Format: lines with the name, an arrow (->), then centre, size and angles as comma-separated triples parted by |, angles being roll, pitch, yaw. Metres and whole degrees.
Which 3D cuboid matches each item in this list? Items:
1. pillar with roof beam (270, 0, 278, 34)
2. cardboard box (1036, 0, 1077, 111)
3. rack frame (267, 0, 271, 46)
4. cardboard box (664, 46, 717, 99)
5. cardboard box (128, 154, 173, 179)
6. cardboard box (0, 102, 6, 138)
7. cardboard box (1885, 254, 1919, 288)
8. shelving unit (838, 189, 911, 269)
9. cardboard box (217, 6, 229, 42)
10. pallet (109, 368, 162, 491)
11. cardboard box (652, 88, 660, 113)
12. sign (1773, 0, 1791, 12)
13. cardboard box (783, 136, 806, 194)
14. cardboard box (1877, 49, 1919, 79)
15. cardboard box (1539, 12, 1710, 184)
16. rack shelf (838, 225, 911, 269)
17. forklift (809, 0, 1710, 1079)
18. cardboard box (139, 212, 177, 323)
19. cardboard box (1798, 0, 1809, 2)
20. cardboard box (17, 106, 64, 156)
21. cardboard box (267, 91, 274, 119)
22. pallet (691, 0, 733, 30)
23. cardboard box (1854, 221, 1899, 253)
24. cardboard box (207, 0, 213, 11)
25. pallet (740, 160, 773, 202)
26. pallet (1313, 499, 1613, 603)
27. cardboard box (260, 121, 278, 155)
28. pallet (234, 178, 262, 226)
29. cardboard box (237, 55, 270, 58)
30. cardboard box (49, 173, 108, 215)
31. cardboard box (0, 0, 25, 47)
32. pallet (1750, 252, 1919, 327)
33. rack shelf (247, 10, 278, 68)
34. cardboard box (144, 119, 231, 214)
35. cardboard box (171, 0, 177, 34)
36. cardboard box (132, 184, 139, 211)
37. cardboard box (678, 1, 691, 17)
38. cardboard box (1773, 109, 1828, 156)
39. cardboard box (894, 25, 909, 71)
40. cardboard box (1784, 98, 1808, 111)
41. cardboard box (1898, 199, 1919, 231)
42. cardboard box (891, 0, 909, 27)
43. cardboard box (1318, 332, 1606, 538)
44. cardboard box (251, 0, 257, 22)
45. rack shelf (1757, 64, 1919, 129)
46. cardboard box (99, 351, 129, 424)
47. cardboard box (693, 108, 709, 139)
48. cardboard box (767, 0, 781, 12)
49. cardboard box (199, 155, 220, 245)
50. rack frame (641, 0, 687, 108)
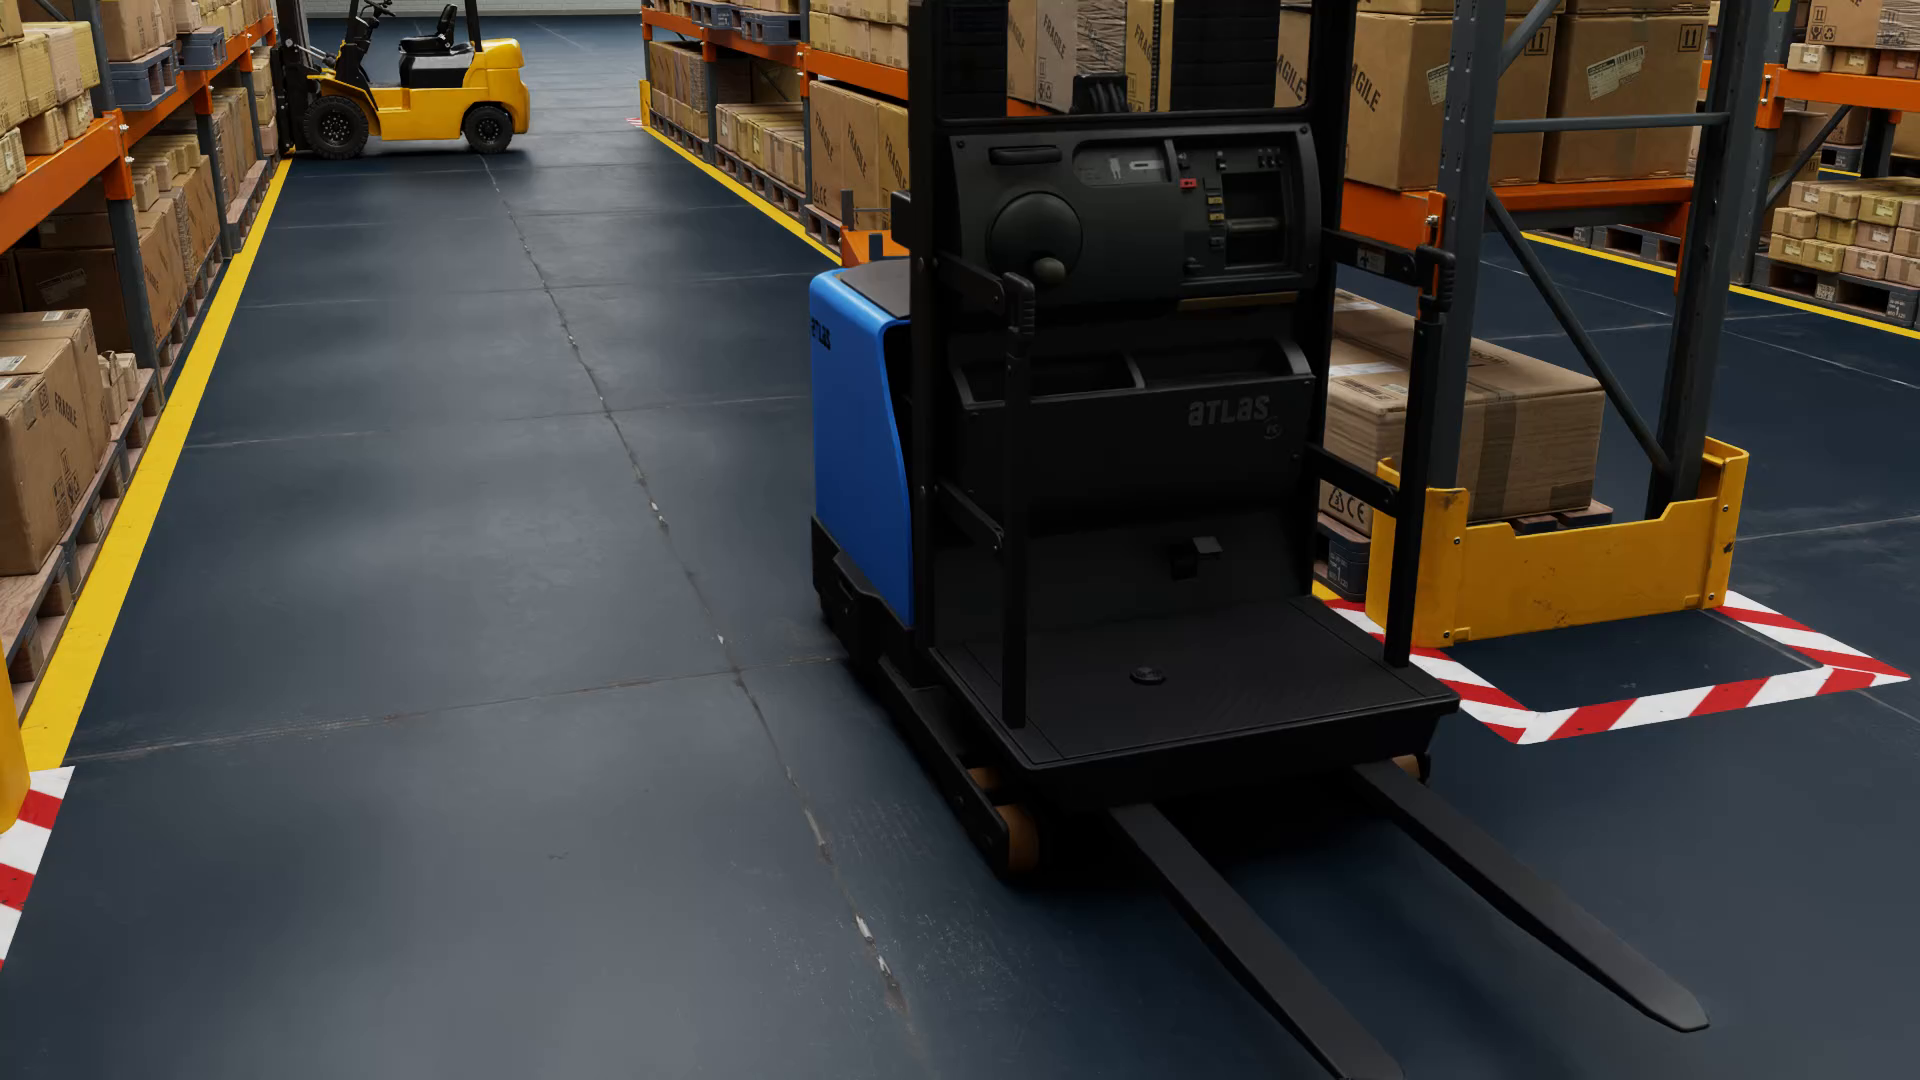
pillar with roof beam -> -11.968, -16.473, 38.466 | 9.100, 9.000, 0.400 | -6, 21, -17
cardboard box -> 0.661, -2.194, 7.439 | 0.500, 0.500, 0.500 | -6, 21, -17
rack frame -> -7.875, -5.809, 17.653 | 1.000, 3.000, 0.127 | -6, 21, -17
cardboard box -> -2.847, -4.970, 17.652 | 0.500, 0.500, 0.500 | -6, 21, -16
cardboard box -> -4.690, -2.094, 9.426 | 0.380, 0.149, 0.250 | -7, 21, -18
cardboard box -> -3.054, -1.243, 4.721 | 0.500, 0.250, 0.500 | -7, 21, -18
cardboard box -> 5.423, -1.515, 9.292 | 0.380, 0.149, 0.250 | -7, 21, -18
shelving unit -> -0.121, -0.631, 6.008 | 0.538, 1.125, 1.048 | -3, 20, -8
cardboard box -> -5.751, -3.833, 12.373 | 0.500, 0.250, 0.500 | -6, 21, -15
pallet -> -3.888, -0.426, 6.790 | 1.003, 0.211, 1.213 | -6, 21, -17
cardboard box -> -3.173, -4.953, 18.716 | 0.500, 0.250, 0.500 | -7, 21, -18
sign -> 2.394, -1.705, 4.829 | 0.100, 0.325, 0.005 | -6, 21, -17
cardboard box -> -0.818, -2.914, 12.858 | 0.950, 0.372, 0.625 | -8, 21, -21
cardboard box -> 5.339, -2.647, 9.219 | 0.380, 0.149, 0.250 | -7, 21, -20
cardboard box -> 1.987, -1.435, 5.327 | 0.500, 0.500, 0.500 | -7, 21, -18
rack shelf -> -0.121, -0.906, 5.909 | 0.538, 0.278, 1.000 | -3, 20, -8
forklift -> 0.498, -0.770, 3.723 | 1.130, 2.935, 3.031 | -7, 21, -18
cardboard box -> -4.218, -1.329, 8.255 | 0.500, 0.500, 0.500 | -7, 21, -18
cardboard box -> 4.963, -3.372, 10.177 | 0.380, 0.149, 0.250 | -6, 21, -16
cardboard box -> -3.393, -1.437, 5.851 | 0.380, 0.149, 0.250 | -7, 21, -18
cardboard box -> -6.637, -4.014, 15.362 | 0.500, 0.250, 0.500 | -6, 21, -17
pallet -> -1.805, -4.703, 14.858 | 1.003, 0.211, 1.213 | -6, 21, -17
cardboard box -> 5.361, -1.745, 9.494 | 0.380, 0.149, 0.250 | -7, 21, -18
cardboard box -> -5.424, -3.736, 11.363 | 0.500, 0.250, 0.500 | -6, 21, -15
pallet -> -1.274, -3.100, 14.236 | 1.003, 0.211, 1.213 | -6, 21, -17
pallet -> 1.539, -0.139, 5.993 | 1.003, 0.211, 1.213 | -6, 21, -17
cardboard box -> -6.456, -3.620, 15.003 | 0.500, 0.250, 0.500 | -6, 21, -17
pallet -> -5.962, -2.589, 12.812 | 1.003, 0.211, 1.213 | -6, 21, -17
cardboard box -> -6.948, -4.581, 16.202 | 0.500, 0.250, 0.500 | -7, 21, -18
cardboard box -> -4.021, -1.562, 7.505 | 0.380, 0.149, 0.250 | -7, 21, -18
cardboard box -> -3.205, -1.753, 5.032 | 0.500, 0.500, 0.500 | -6, 21, -16
pallet -> 5.520, -1.521, 9.840 | 1.003, 0.211, 1.213 | -6, 21, -17
rack shelf -> -7.246, -4.829, 15.988 | 1.077, 0.370, 4.000 | -6, 21, -17
cardboard box -> -5.544, -2.524, 11.398 | 0.875, 0.625, 0.625 | -6, 21, -15
cardboard box -> -4.672, -2.984, 9.014 | 0.797, 0.503, 0.637 | -7, 21, -18
cardboard box -> -4.315, -1.677, 8.265 | 0.380, 0.149, 0.250 | -7, 21, -18
cardboard box -> -2.620, -5.333, 16.697 | 0.380, 0.149, 0.250 | -7, 21, -18
cardboard box -> 5.294, -2.685, 10.921 | 0.500, 0.250, 0.500 | -7, 21, -20
cardboard box -> -0.072, -2.861, 9.667 | 0.500, 0.250, 0.500 | -7, 21, -19
cardboard box -> 8.342, -4.244, 16.342 | 0.700, 0.500, 0.500 | -8, 21, -22
cardboard box -> 5.447, -1.797, 9.198 | 0.380, 0.149, 0.250 | -7, 21, -19
cardboard box -> -0.094, -3.093, 9.572 | 0.500, 0.250, 0.500 | -6, 21, -16
cardboard box -> 1.562, -0.397, 5.752 | 0.875, 0.438, 0.875 | -7, 21, -19
cardboard box -> -6.849, -5.071, 15.449 | 0.500, 0.500, 0.500 | -7, 21, -18
rack shelf -> 5.904, -2.065, 8.293 | 1.077, 0.370, 4.000 | -6, 21, -17
cardboard box -> -3.537, -0.607, 6.593 | 0.396, 0.266, 0.258 | -6, 21, -15
cardboard box -> -2.348, -4.119, 16.394 | 0.500, 0.250, 0.500 | -5, 20, -15
cardboard box -> -1.251, -4.085, 12.602 | 0.380, 0.149, 0.250 | -7, 21, -18
cardboard box -> -5.024, -2.151, 10.543 | 0.500, 0.500, 0.500 | -6, 21, -16
rack frame -> -3.164, -6.338, 19.125 | 1.000, 3.000, 0.127 | -6, 21, -17
